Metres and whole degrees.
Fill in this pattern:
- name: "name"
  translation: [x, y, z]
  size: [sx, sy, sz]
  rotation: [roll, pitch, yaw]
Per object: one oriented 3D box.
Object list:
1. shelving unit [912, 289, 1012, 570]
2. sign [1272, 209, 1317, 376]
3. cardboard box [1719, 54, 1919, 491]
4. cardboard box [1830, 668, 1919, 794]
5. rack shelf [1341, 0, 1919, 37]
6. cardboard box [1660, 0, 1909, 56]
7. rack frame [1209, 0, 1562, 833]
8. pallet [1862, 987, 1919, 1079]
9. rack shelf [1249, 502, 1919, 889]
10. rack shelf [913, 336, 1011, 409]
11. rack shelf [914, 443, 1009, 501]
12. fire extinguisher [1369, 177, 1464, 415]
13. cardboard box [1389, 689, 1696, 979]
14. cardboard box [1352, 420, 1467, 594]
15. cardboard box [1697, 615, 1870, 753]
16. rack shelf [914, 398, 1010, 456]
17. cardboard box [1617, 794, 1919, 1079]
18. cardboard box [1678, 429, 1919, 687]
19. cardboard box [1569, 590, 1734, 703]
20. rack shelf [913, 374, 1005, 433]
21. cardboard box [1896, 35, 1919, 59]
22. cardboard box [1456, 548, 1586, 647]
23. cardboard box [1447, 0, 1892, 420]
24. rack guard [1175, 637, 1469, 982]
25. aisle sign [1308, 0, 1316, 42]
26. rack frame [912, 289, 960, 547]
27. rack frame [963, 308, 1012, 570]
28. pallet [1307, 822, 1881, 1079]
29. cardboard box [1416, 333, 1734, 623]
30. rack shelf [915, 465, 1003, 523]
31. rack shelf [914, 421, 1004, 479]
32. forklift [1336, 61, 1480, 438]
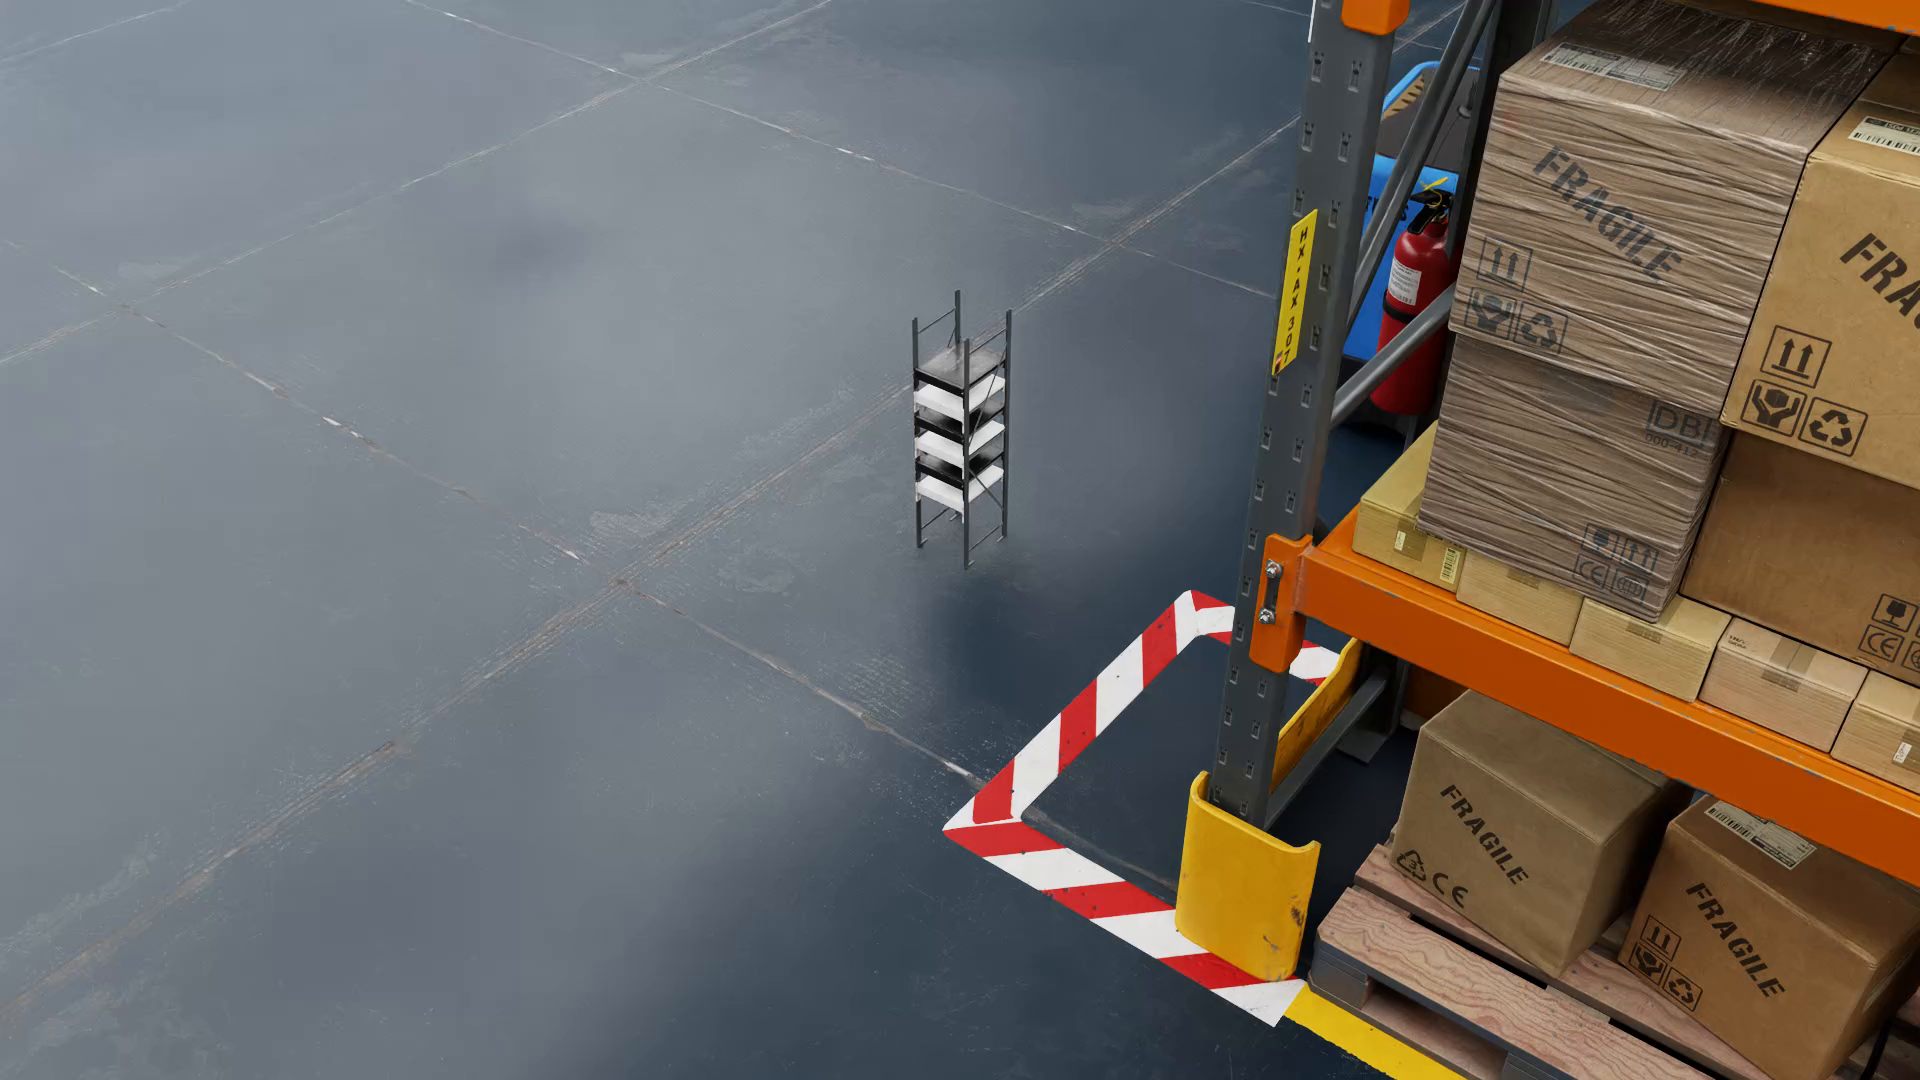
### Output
- name: "shelving unit"
  translation: [0.006, -0.351, 5.469]
  size: [0.210, 0.900, 0.258]
  rotation: [25, 45, 29]
- name: "sign"
  translation: [0.649, -0.477, 3.224]
  size: [0.005, 0.325, 0.100]
  rotation: [25, 45, 29]
- name: "cardboard box"
  translation: [1.643, -0.422, 2.722]
  size: [0.500, 0.500, 0.500]
  rotation: [25, 45, 29]
- name: "cardboard box"
  translation: [1.842, 0.305, 3.131]
  size: [0.250, 0.149, 0.380]
  rotation: [25, 45, 29]
- name: "rack shelf"
  translation: [2.567, -0.551, 2.170]
  size: [4.000, 0.370, 1.077]
  rotation: [25, 45, 29]
- name: "cardboard box"
  translation: [1.566, -0.867, 3.291]
  size: [0.500, 0.500, 0.500]
  rotation: [25, 45, 29]
- name: "rack frame"
  translation: [0.979, -0.402, 3.830]
  size: [0.127, 3.000, 1.000]
  rotation: [25, 45, 29]
- name: "pallet"
  translation: [2.628, 1.503, 3.659]
  size: [1.213, 0.211, 1.003]
  rotation: [25, 45, 29]
- name: "rack shelf"
  translation: [2.567, 0.630, 3.095]
  size: [4.000, 0.370, 1.077]
  rotation: [25, 45, 29]
- name: "rack shelf"
  translation: [0.006, -0.538, 5.323]
  size: [0.200, 0.077, 0.258]
  rotation: [25, 45, 29]
- name: "rack shelf"
  translation: [0.006, -0.254, 5.545]
  size: [0.200, 0.077, 0.258]
  rotation: [25, 45, 29]
- name: "fire extinguisher"
  translation: [1.168, -0.640, 4.197]
  size: [0.183, 0.674, 0.296]
  rotation: [25, 45, 29]
- name: "cardboard box"
  translation: [1.465, 0.659, 4.162]
  size: [0.500, 0.500, 0.500]
  rotation: [-29, 46, -32]
- name: "cardboard box"
  translation: [1.060, -0.079, 3.622]
  size: [0.250, 0.149, 0.380]
  rotation: [25, 45, 29]
- name: "cardboard box"
  translation: [1.648, 0.208, 3.255]
  size: [0.250, 0.149, 0.380]
  rotation: [25, 45, 29]
- name: "rack shelf"
  translation: [0.006, -0.396, 5.434]
  size: [0.200, 0.077, 0.258]
  rotation: [25, 45, 29]
- name: "cardboard box"
  translation: [1.960, 0.866, 3.897]
  size: [0.500, 0.500, 0.500]
  rotation: [-25, 45, -29]
- name: "cardboard box"
  translation: [1.869, -0.210, 3.263]
  size: [0.500, 0.500, 0.875]
  rotation: [25, 45, 29]
- name: "cardboard box"
  translation: [1.437, 0.125, 3.361]
  size: [0.250, 0.149, 0.380]
  rotation: [25, 45, 29]
- name: "rack shelf"
  translation: [0.006, -0.467, 5.378]
  size: [0.200, 0.077, 0.258]
  rotation: [25, 45, 29]
- name: "cardboard box"
  translation: [1.966, -0.683, 3.055]
  size: [0.500, 0.500, 0.500]
  rotation: [25, 45, 29]
- name: "cardboard box"
  translation: [1.247, 0.024, 3.490]
  size: [0.250, 0.149, 0.380]
  rotation: [25, 45, 29]
- name: "cardboard box"
  translation: [1.250, -0.613, 2.966]
  size: [0.500, 0.500, 0.500]
  rotation: [25, 45, 29]
- name: "rack guard"
  translation: [1.039, 0.611, 4.564]
  size: [0.348, 0.500, 1.175]
  rotation: [25, 45, 29]
- name: "aisle sign"
  translation: [0.747, -1.302, 2.871]
  size: [0.004, 0.787, 0.394]
  rotation: [25, 45, 29]
- name: "rack frame"
  translation: [-0.074, -0.389, 5.517]
  size: [0.006, 0.900, 0.240]
  rotation: [25, 45, 29]
- name: "rack frame"
  translation: [0.087, -0.313, 5.420]
  size: [0.006, 0.900, 0.240]
  rotation: [25, 45, 29]
- name: "pallet"
  translation: [1.663, 1.046, 4.243]
  size: [1.213, 0.211, 1.003]
  rotation: [25, 45, 29]
- name: "cardboard box"
  translation: [1.399, -0.339, 3.427]
  size: [0.500, 0.500, 0.875]
  rotation: [25, 45, 29]
- name: "rack shelf"
  translation: [0.006, -0.183, 5.600]
  size: [0.200, 0.077, 0.258]
  rotation: [25, 45, 29]
- name: "rack shelf"
  translation: [0.006, -0.325, 5.489]
  size: [0.200, 0.077, 0.258]
  rotation: [25, 45, 29]
- name: "forklift"
  translation: [2.805, -1.443, 5.215]
  size: [3.031, 2.935, 1.130]
  rotation: [20, 42, 24]
